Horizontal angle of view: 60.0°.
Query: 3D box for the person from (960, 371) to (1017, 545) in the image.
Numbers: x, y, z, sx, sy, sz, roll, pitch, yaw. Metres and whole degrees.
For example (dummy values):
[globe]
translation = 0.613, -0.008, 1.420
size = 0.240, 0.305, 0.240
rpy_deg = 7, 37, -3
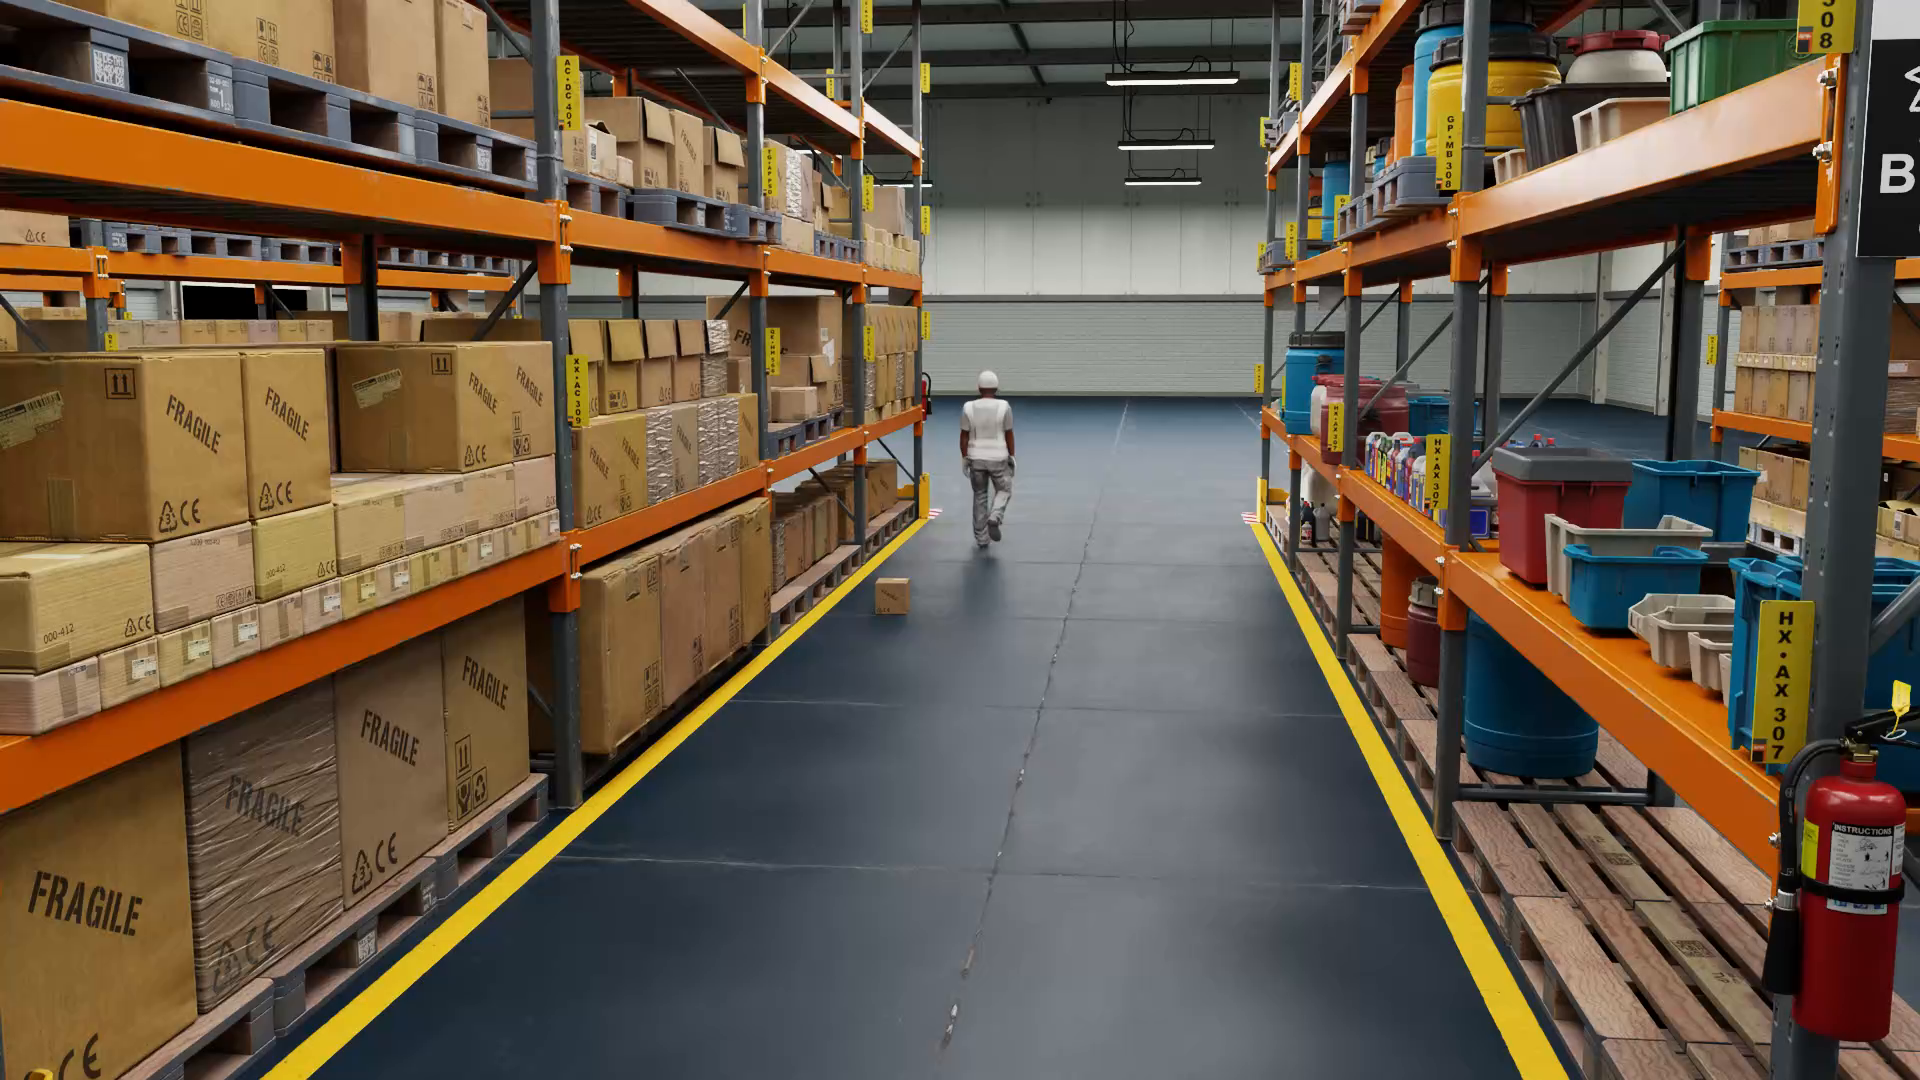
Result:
[person]
translation = 0.288, -0.819, 16.788
size = 0.564, 1.770, 0.624
rpy_deg = 1, 8, 10
